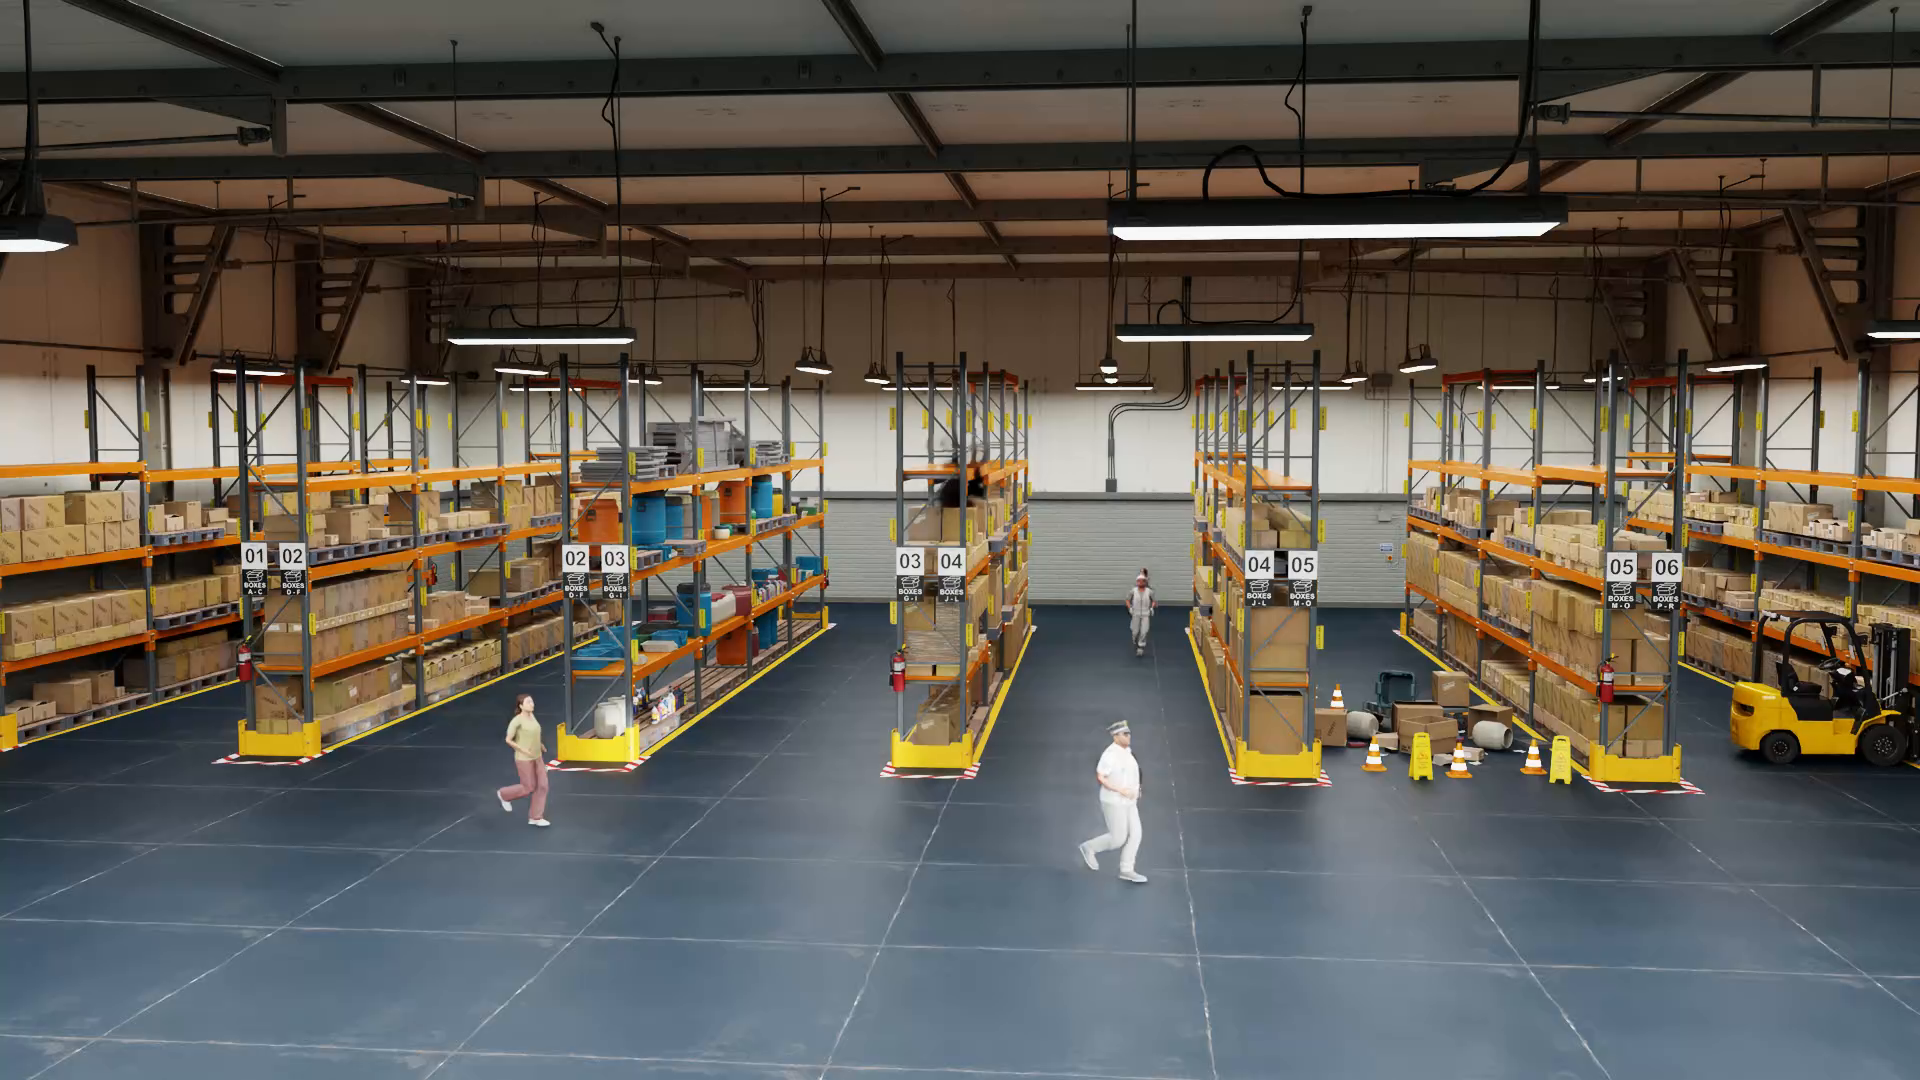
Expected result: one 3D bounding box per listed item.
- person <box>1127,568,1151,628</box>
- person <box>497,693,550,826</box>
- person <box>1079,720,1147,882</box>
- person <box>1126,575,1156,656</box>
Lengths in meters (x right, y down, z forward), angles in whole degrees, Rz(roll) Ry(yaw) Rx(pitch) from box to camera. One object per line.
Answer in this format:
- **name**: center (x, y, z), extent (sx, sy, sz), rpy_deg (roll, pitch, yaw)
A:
- **person**: center (4.294, 1.402, 39.924), extent (0.640, 1.504, 0.563), rpy_deg (3, 5, 38)
- **person**: center (-5.399, 2.717, 20.679), extent (0.763, 1.637, 0.578), rpy_deg (2, 5, 26)
- **person**: center (1.703, 2.830, 18.194), extent (0.772, 1.755, 0.660), rpy_deg (2, 5, 31)
- **person**: center (3.859, 1.610, 35.484), extent (0.639, 1.740, 0.587), rpy_deg (0, 4, 3)
